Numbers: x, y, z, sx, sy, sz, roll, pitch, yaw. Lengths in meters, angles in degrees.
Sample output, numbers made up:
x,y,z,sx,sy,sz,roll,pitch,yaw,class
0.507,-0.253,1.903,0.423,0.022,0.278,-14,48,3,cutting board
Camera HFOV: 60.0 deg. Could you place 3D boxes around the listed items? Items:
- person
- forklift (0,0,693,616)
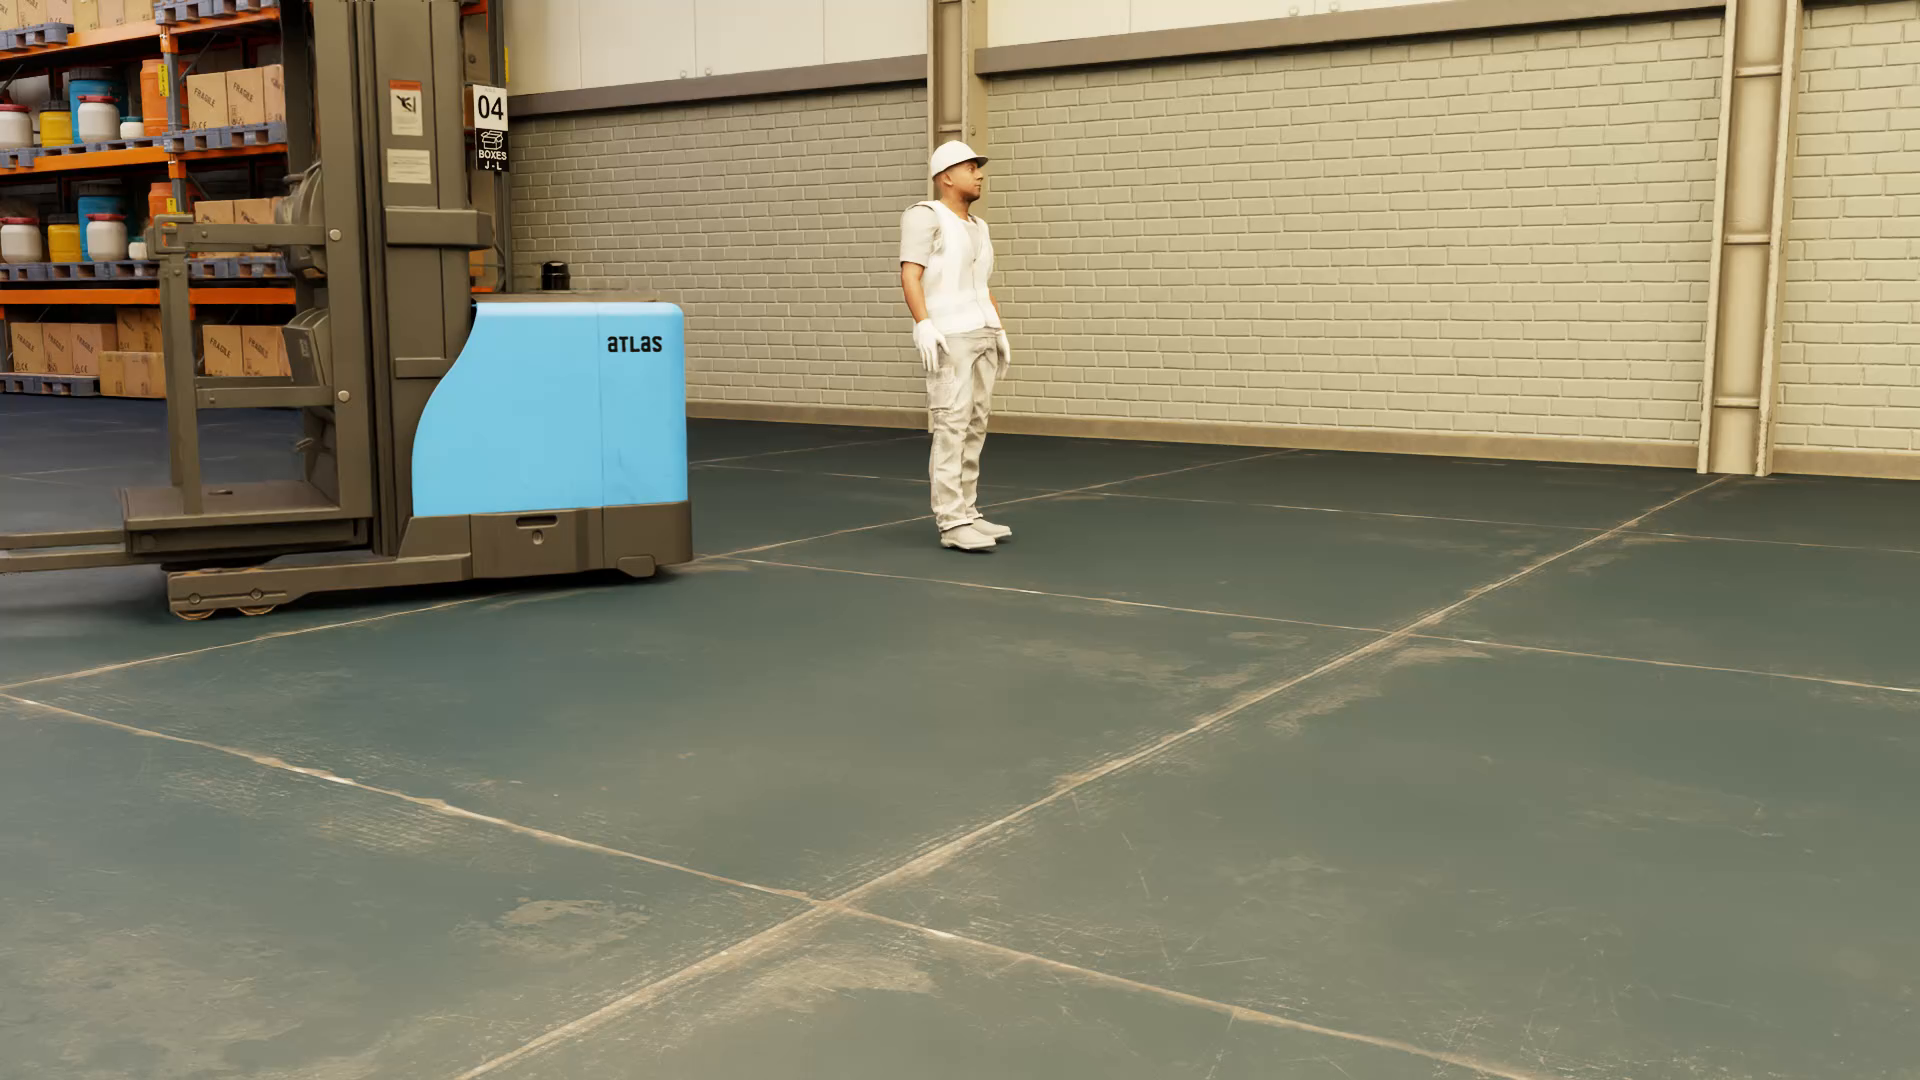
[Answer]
x,y,z,sx,sy,sz,roll,pitch,yaw,class
0.062,-0.882,7.426,0.559,1.781,0.656,5,10,34,person
-12.481,-2.283,13.250,13.963,2.935,23.089,-4,9,-27,forklift
